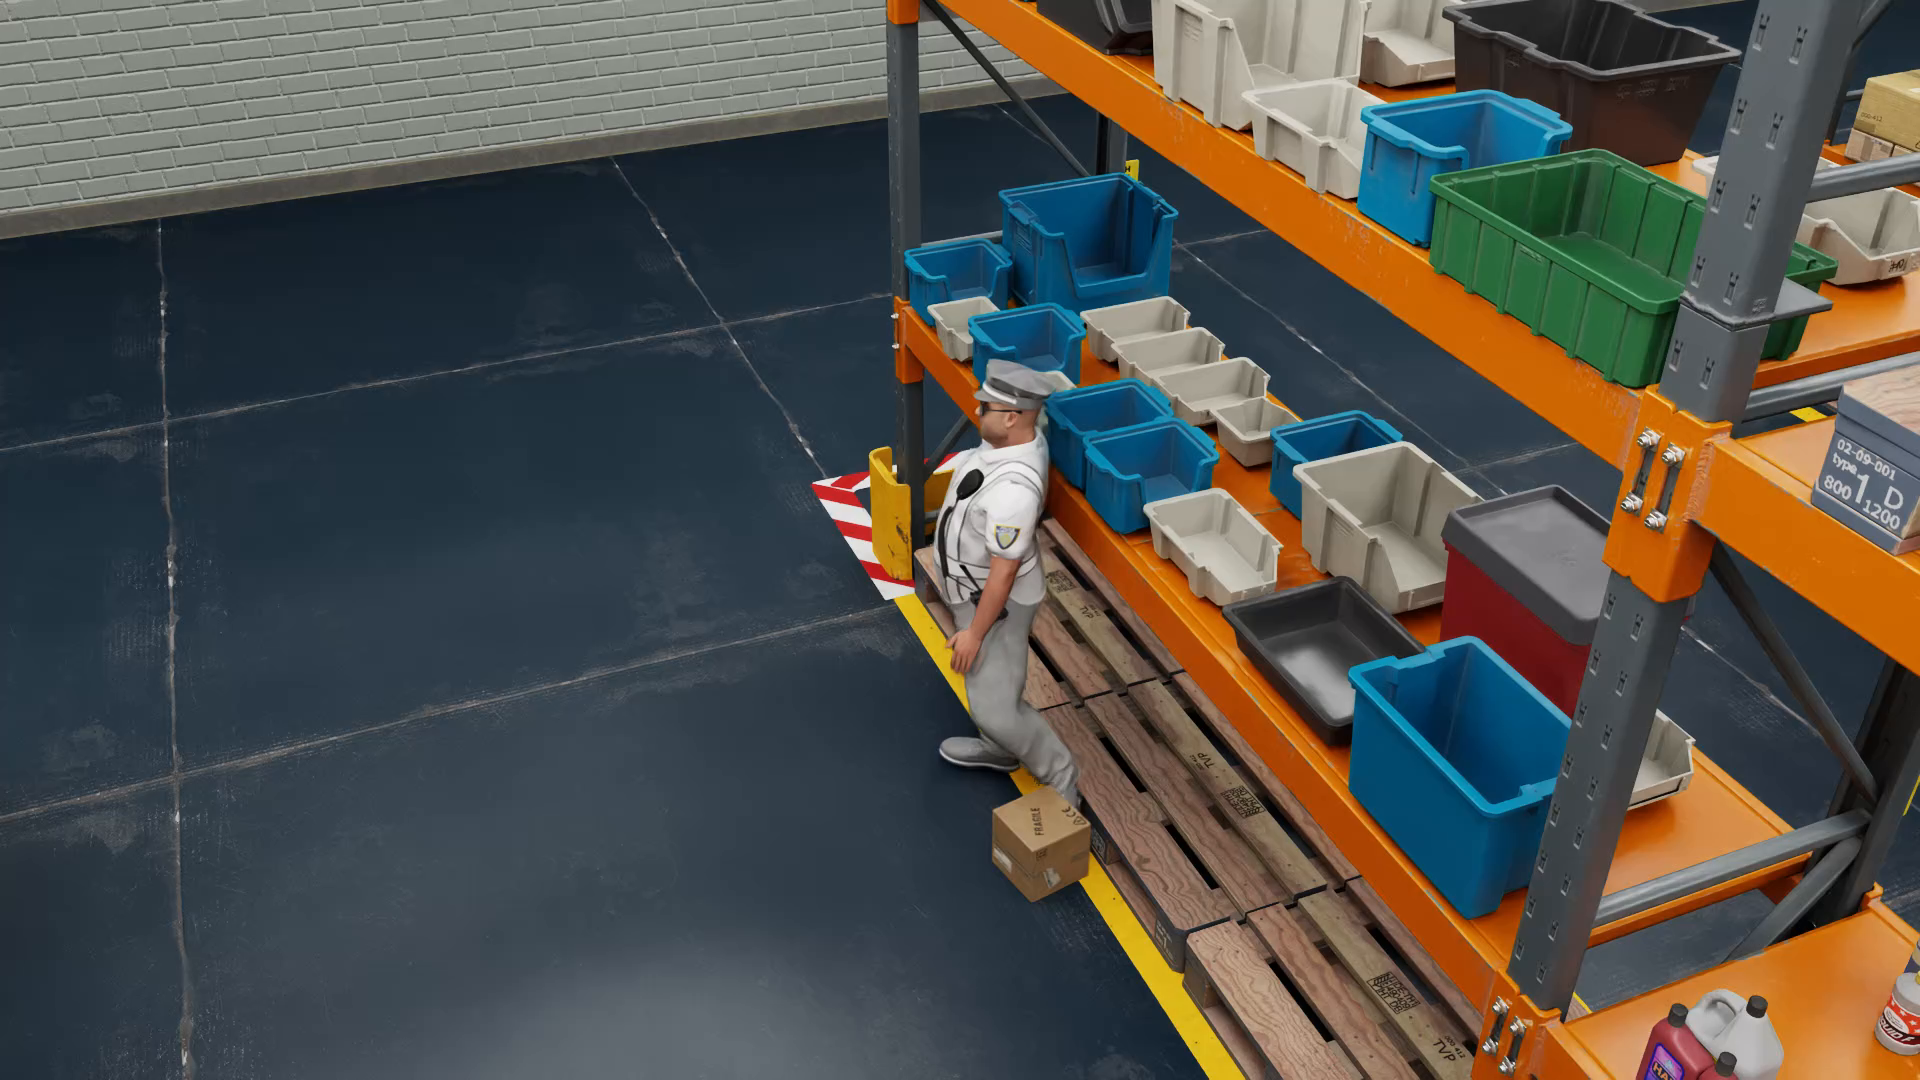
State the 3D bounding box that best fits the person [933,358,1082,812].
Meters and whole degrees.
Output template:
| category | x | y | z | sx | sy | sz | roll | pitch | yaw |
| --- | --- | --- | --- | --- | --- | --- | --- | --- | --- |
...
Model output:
| category | x | y | z | sx | sy | sz | roll | pitch | yaw |
| --- | --- | --- | --- | --- | --- | --- | --- | --- | --- |
| person | 0.188 | 0.214 | 5.798 | 0.559 | 1.741 | 0.755 | -1 | 33 | -1 |
